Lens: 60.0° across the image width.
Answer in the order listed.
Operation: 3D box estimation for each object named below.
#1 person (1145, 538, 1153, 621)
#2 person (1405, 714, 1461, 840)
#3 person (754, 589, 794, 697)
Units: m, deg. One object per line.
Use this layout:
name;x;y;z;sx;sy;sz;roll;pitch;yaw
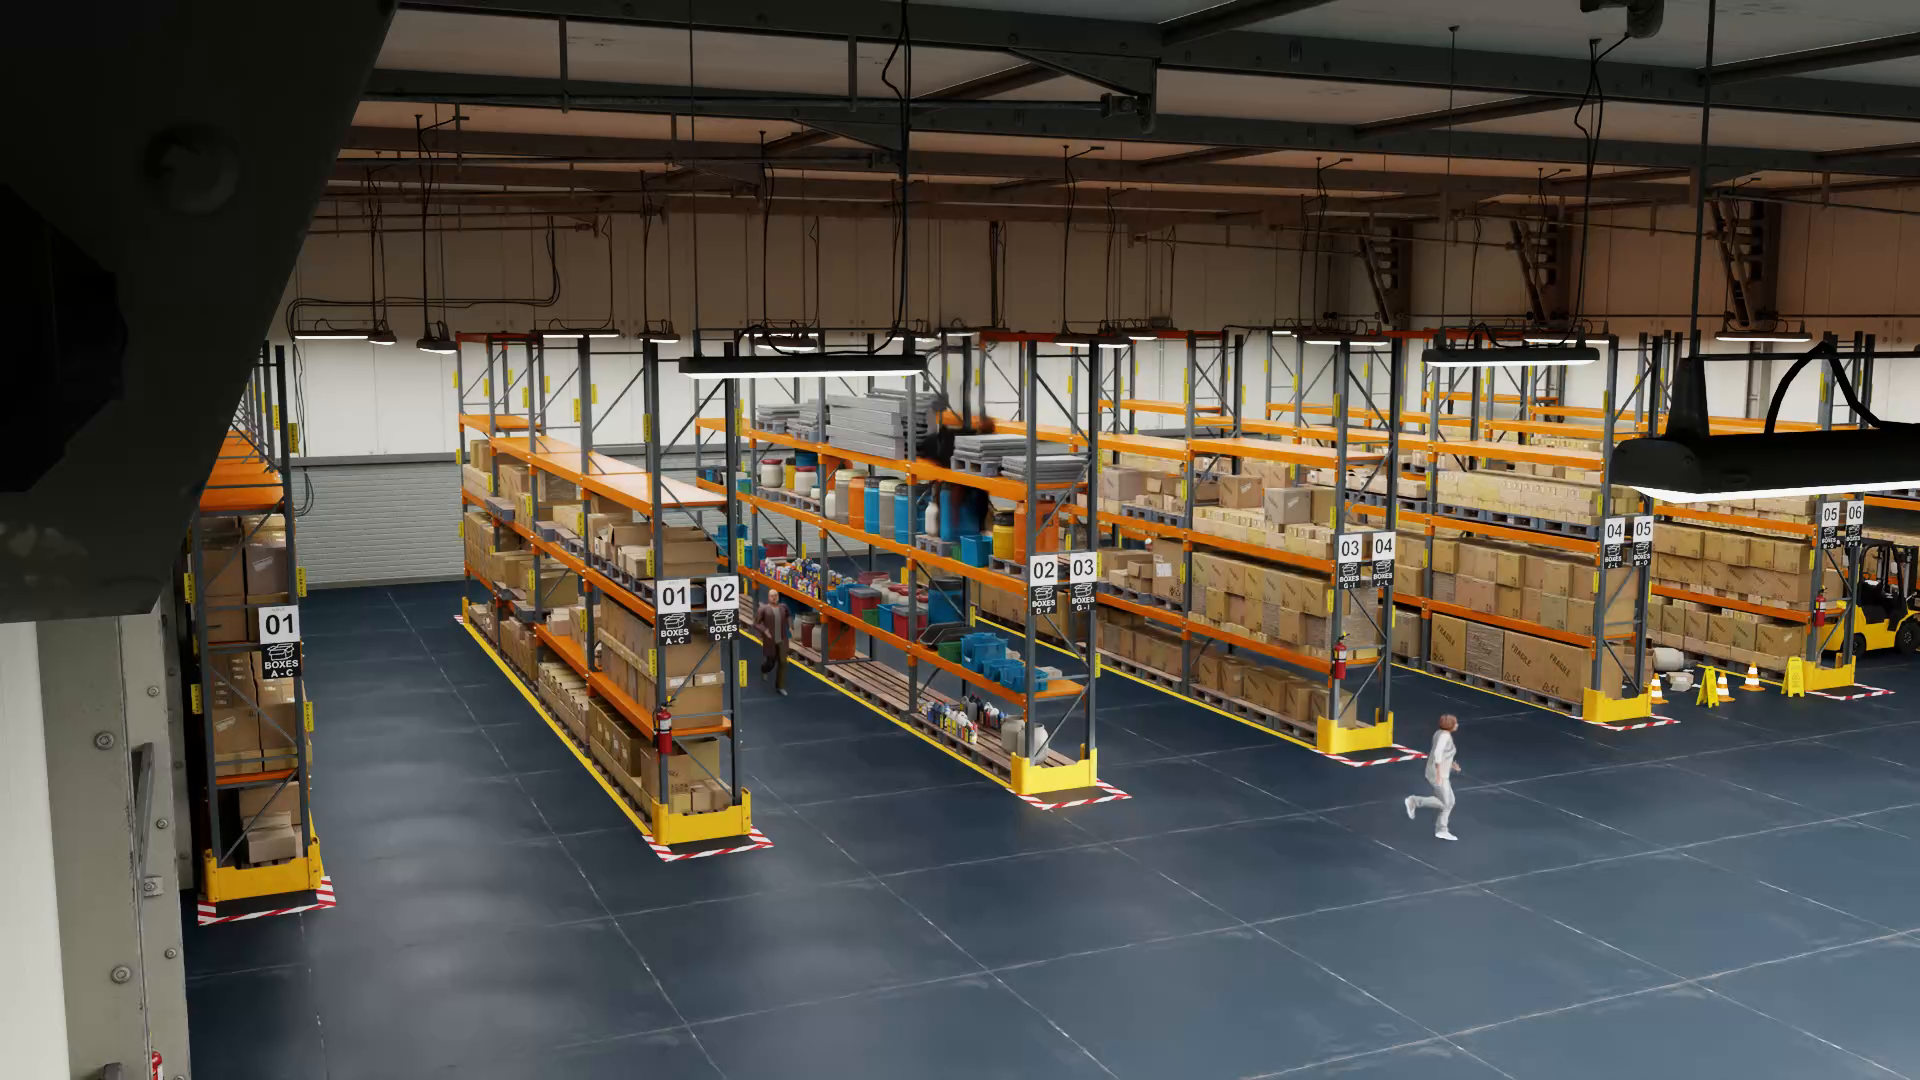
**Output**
person;3.936;0.836;34.297;0.664;1.739;0.603;-5;9;-31
person;5.752;2.874;20.203;0.662;1.561;0.565;1;8;9
person;-3.111;1.795;28.042;0.725;1.561;0.984;-3;8;-24
